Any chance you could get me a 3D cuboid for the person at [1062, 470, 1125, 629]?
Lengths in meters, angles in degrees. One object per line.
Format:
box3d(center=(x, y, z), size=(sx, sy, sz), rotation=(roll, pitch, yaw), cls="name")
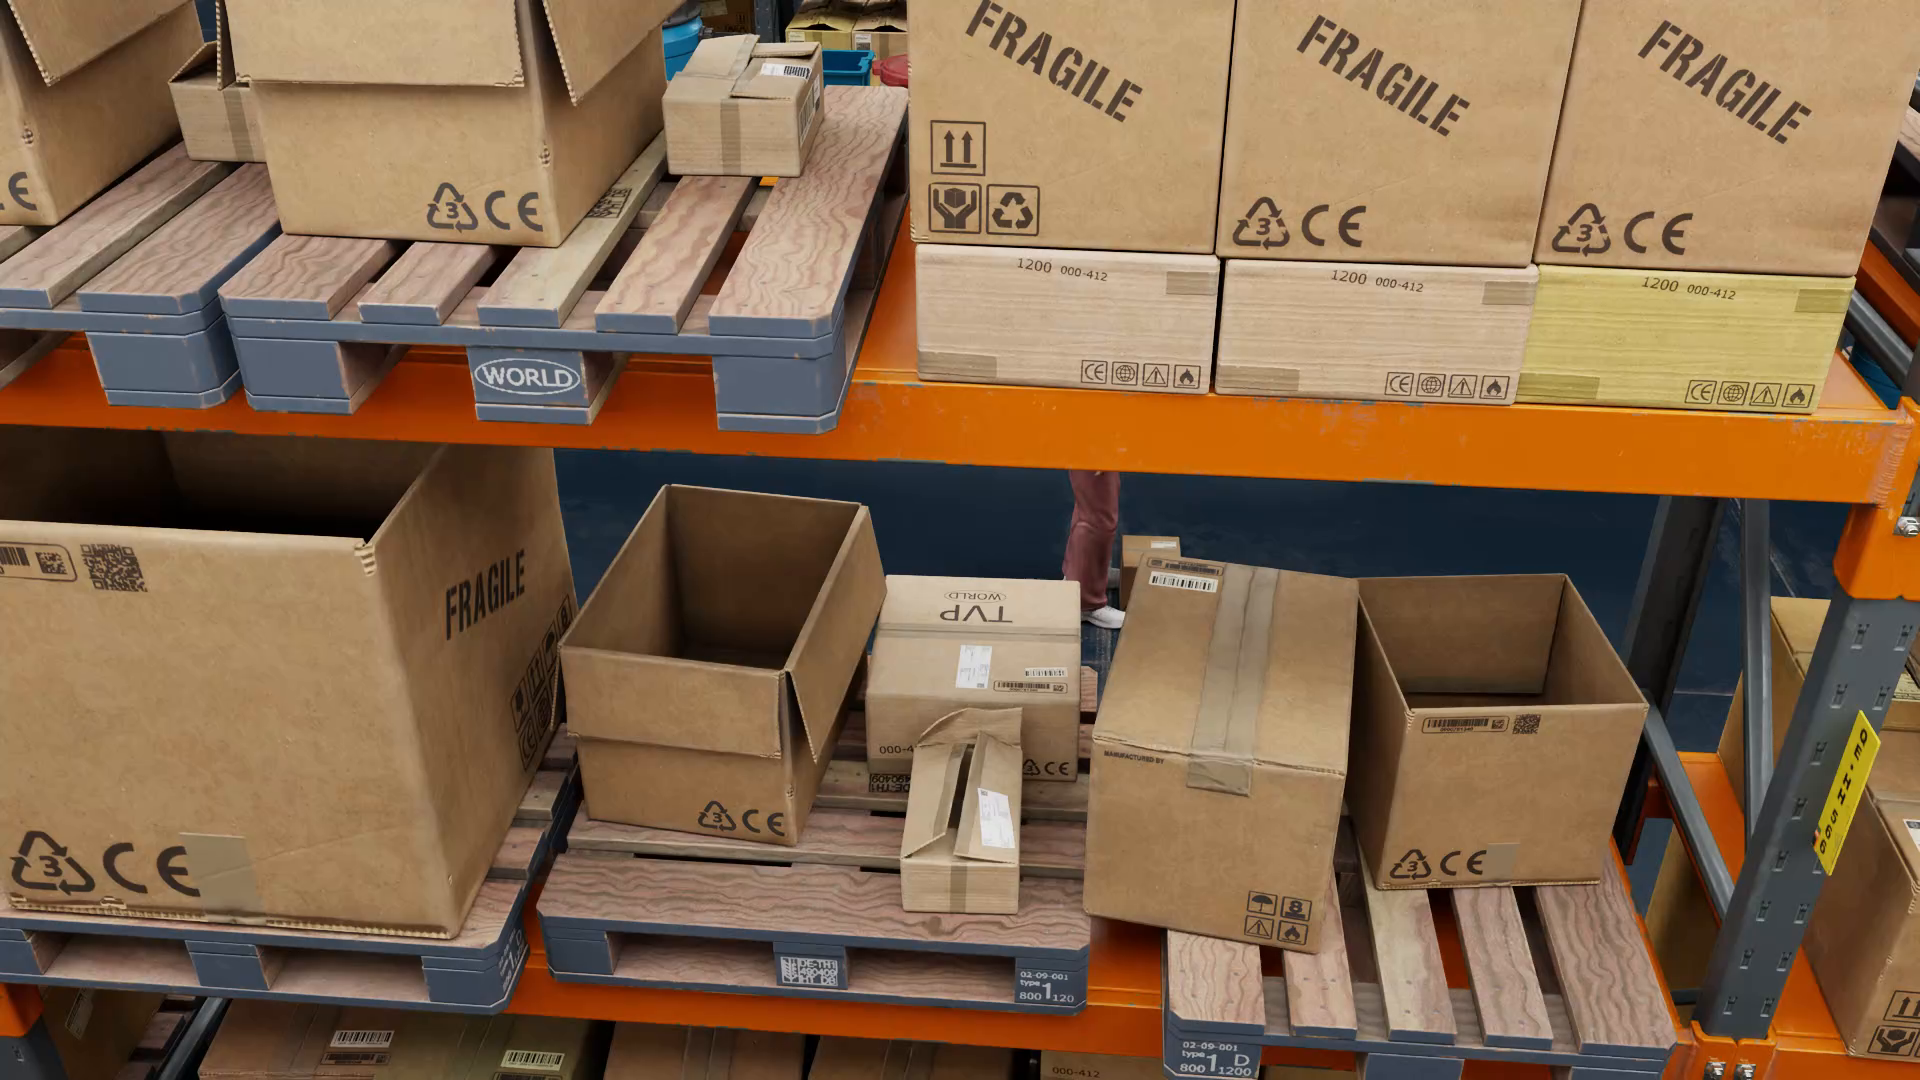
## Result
box3d(center=(0.579, -0.459, 6.871), size=(0.360, 1.672, 0.521), rotation=(1, 32, 1), cls="person")
